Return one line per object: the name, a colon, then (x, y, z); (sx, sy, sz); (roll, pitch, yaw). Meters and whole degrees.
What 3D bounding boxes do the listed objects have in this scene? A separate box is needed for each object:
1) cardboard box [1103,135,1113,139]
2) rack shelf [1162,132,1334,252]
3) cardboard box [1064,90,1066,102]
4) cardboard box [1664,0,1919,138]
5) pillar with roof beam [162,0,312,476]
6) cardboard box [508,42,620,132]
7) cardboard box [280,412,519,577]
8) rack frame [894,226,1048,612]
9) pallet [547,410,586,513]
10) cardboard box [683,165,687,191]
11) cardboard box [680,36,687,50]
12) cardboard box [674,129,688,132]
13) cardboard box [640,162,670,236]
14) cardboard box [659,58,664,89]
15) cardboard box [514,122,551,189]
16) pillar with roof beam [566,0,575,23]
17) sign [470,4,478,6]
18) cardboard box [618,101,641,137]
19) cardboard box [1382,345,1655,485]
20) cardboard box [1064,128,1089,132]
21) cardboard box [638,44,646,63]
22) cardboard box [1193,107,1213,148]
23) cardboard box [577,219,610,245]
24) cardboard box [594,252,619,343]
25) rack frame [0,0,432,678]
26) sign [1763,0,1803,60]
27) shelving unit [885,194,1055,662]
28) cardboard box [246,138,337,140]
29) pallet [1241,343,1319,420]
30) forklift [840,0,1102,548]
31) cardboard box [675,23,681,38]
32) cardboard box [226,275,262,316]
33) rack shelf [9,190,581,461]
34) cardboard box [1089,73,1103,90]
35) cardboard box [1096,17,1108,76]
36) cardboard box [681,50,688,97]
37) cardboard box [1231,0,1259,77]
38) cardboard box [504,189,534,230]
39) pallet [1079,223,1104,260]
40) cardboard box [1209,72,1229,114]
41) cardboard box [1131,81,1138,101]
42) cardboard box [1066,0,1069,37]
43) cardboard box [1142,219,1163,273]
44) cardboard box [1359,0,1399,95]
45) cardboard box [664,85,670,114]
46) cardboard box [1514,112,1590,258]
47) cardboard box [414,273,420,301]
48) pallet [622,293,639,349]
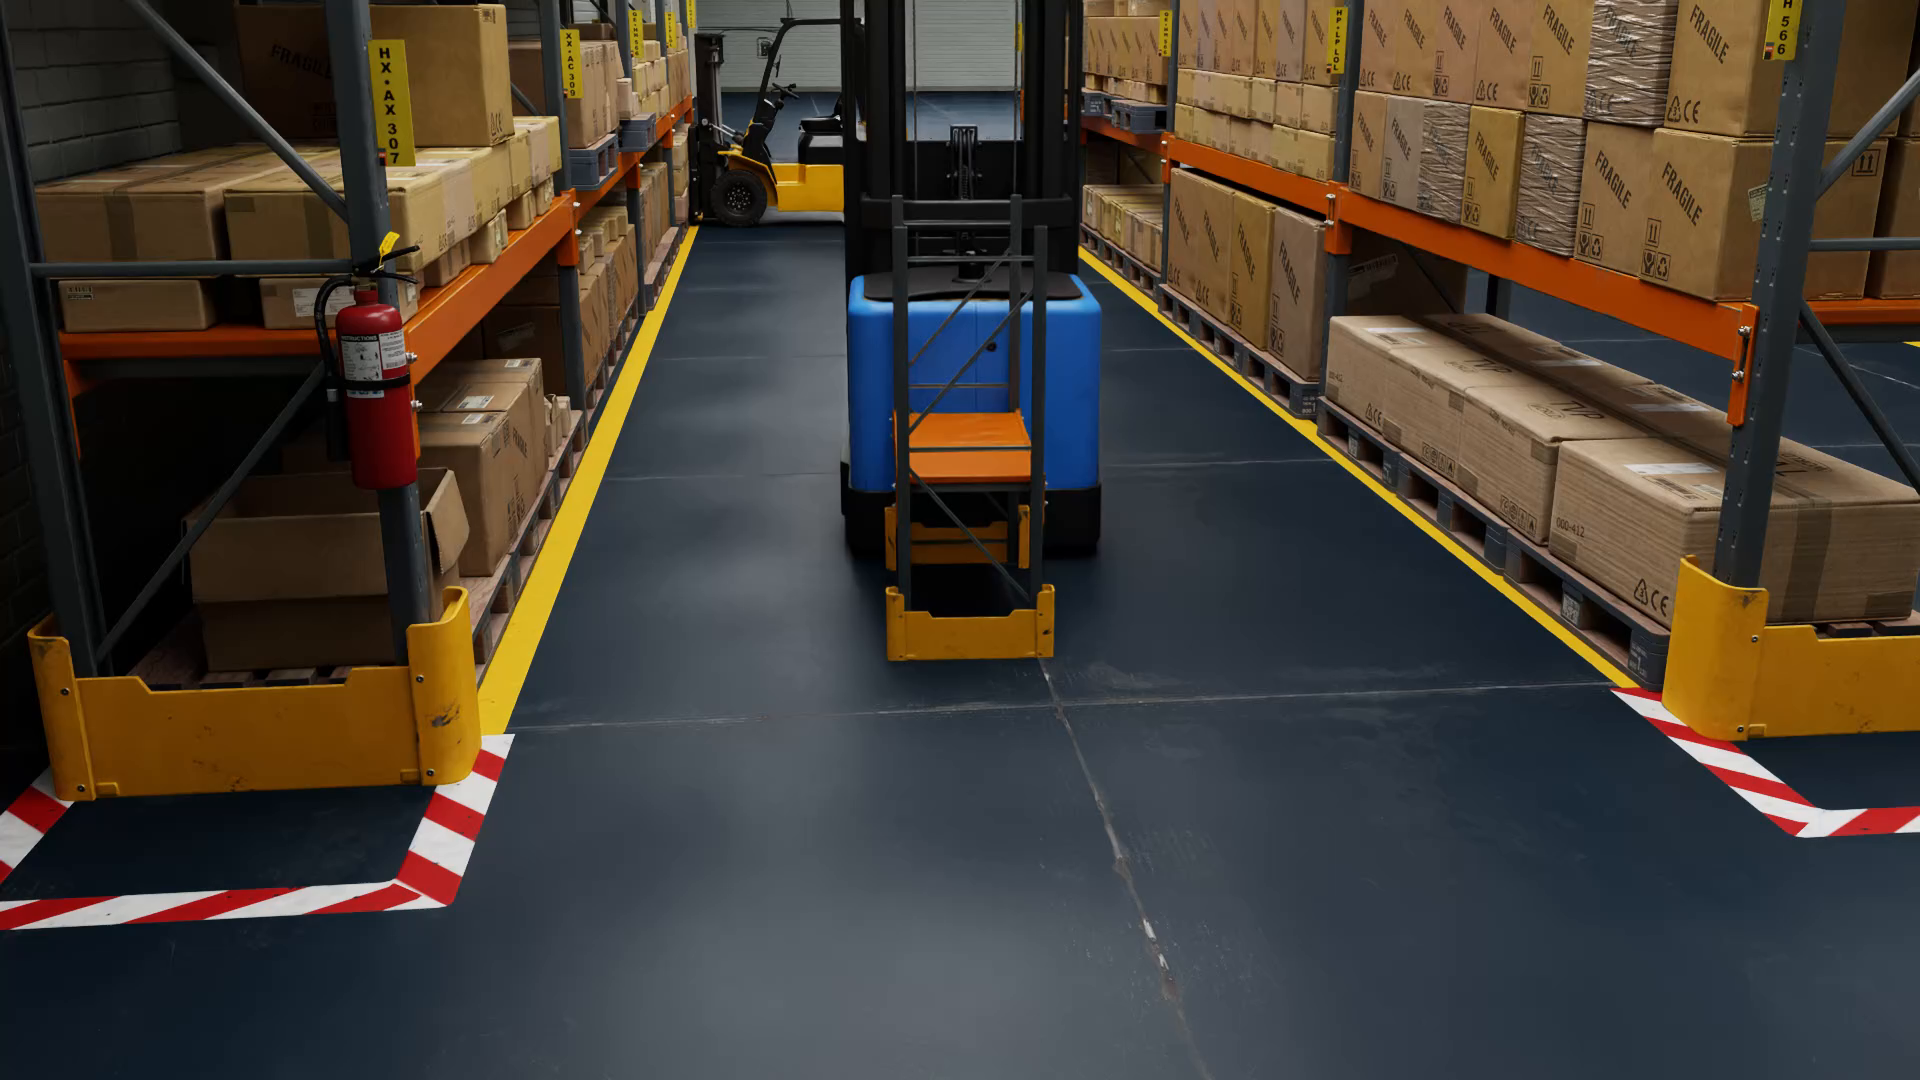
cardboard box: (1.794, -4.043, 17.685); (0.500, 0.500, 0.500); (-1, 17, -3)
rack shelf: (2.272, -2.323, 10.769); (1.077, 0.370, 4.000); (-2, 18, -6)
cardboard box: (1.209, -4.723, 17.632); (0.380, 0.149, 0.250); (-2, 18, -6)
cardboard box: (2.604, -1.539, 5.236); (0.500, 0.500, 0.500); (-1, 17, -4)
pillar with roof beam: (0.999, -4.676, 7.047); (9.100, 9.000, 0.400); (-2, 18, -6)
cardboard box: (-2.420, -2.703, 9.911); (0.700, 0.500, 0.500); (-2, 18, -6)
cardboard box: (-2.064, -0.173, 6.191); (0.700, 0.500, 0.500); (-1, 17, -3)
rack frame: (0.036, -0.305, 5.646); (0.500, 1.500, 0.032); (-1, 17, -3)
pallet: (-2.389, -0.380, 8.037); (1.003, 0.211, 1.213); (-2, 18, -6)
cardboard box: (-3.080, -3.730, 17.104); (0.500, 0.250, 0.500); (-2, 18, -6)
cardboard box: (-3.326, -5.678, 19.006); (0.380, 0.149, 0.250); (-1, 17, -5)
cardboard box: (-3.218, -4.427, 18.490); (0.500, 0.250, 0.500); (-2, 17, -5)
cardboard box: (-3.219, -3.211, 15.662); (0.875, 0.625, 0.625); (-1, 17, -3)
cardboard box: (-2.919, -4.175, 14.882); (0.500, 0.250, 0.500); (-2, 18, -7)
cardboard box: (-2.097, -1.693, 7.316); (0.500, 0.250, 0.500); (-2, 18, -5)
pillar with roof beam: (-0.239, -8.251, 18.435); (9.100, 9.000, 0.400); (-2, 18, -6)
sign: (-3.423, -3.642, 11.836); (0.100, 0.325, 0.005); (-2, 18, -6)
cardboard box: (-2.674, -3.176, 12.535); (0.500, 0.250, 0.500); (-2, 18, -5)
cardboard box: (2.529, -0.591, 7.628); (0.875, 0.438, 0.875); (-2, 18, -7)
cardboard box: (1.154, -4.330, 18.600); (0.500, 0.500, 0.500); (-1, 17, -5)
cardboard box: (-2.755, -3.953, 13.510); (0.380, 0.149, 0.250); (-1, 17, -4)
cardboard box: (1.936, -2.884, 11.607); (0.500, 0.250, 0.500); (-2, 18, -7)
cardboard box: (-2.544, -2.045, 11.072); (0.380, 0.149, 0.250); (-1, 17, -4)
cardboard box: (-2.444, -1.536, 10.535); (0.500, 0.500, 0.500); (-2, 18, -8)
rack frame: (-2.046, -0.724, 4.475); (1.000, 3.000, 0.127); (-2, 18, -6)
sign: (2.350, -1.531, 4.718); (0.100, 0.325, 0.005); (-2, 18, -6)
shelving unit: (0.012, -0.455, 6.122); (0.587, 1.500, 1.083); (-1, 17, -3)
cardboard box: (-2.566, -1.527, 6.787); (0.500, 0.250, 0.500); (-1, 17, -4)
pallet: (2.324, -0.967, 9.906); (1.003, 0.211, 1.213); (-2, 18, -6)
forklift: (-0.005, -1.756, 7.877); (1.130, 2.935, 3.031); (-1, 17, -3)
cardboard box: (-3.218, -5.513, 17.982); (0.380, 0.149, 0.250); (-1, 17, -5)
cardboard box: (-2.312, -0.772, 5.048); (0.380, 0.149, 0.250); (-1, 17, -4)
rack shelf: (-2.252, -0.977, 6.481); (1.077, 0.370, 4.000); (-2, 18, -6)
cardboard box: (1.413, -4.285, 15.536); (0.380, 0.149, 0.250); (-1, 17, -5)
cardboard box: (1.506, -4.398, 14.814); (0.500, 0.500, 0.500); (-2, 18, -6)
cardboard box: (-3.340, -5.245, 18.710); (0.500, 0.500, 0.500); (-1, 17, -4)
cardboard box: (2.021, -3.180, 10.461); (0.500, 0.500, 0.500); (-1, 17, -5)
cardboard box: (-2.021, -1.401, 7.051); (0.380, 0.149, 0.250); (-2, 18, -6)
pallet: (1.735, -2.891, 16.034); (1.003, 0.211, 1.213); (-2, 18, -6)
cardboard box: (1.964, -2.967, 11.037); (0.500, 0.250, 0.500); (-2, 18, -6)
cardboard box: (1.610, -3.659, 13.543); (0.380, 0.149, 0.250); (-3, 18, -8)
cardboard box: (1.555, -6.016, 18.997); (0.700, 0.500, 0.500); (-2, 18, -5)
cardboard box: (2.017, -2.377, 13.427); (0.950, 0.372, 0.625); (-3, 18, -9)
cardboard box: (2.286, -2.445, 8.123); (0.500, 0.500, 0.500); (-2, 18, -5)
cardboard box: (-2.972, -4.086, 15.433); (0.500, 0.250, 0.500); (-1, 17, -4)
cardboard box: (2.478, -1.365, 6.349); (0.500, 0.500, 0.500); (-1, 17, -4)
cardboard box: (-1.879, -0.785, 5.088); (0.380, 0.149, 0.250); (-1, 17, -4)
pallet: (-2.832, -1.553, 11.773); (1.003, 0.211, 1.213); (-2, 18, -6)
